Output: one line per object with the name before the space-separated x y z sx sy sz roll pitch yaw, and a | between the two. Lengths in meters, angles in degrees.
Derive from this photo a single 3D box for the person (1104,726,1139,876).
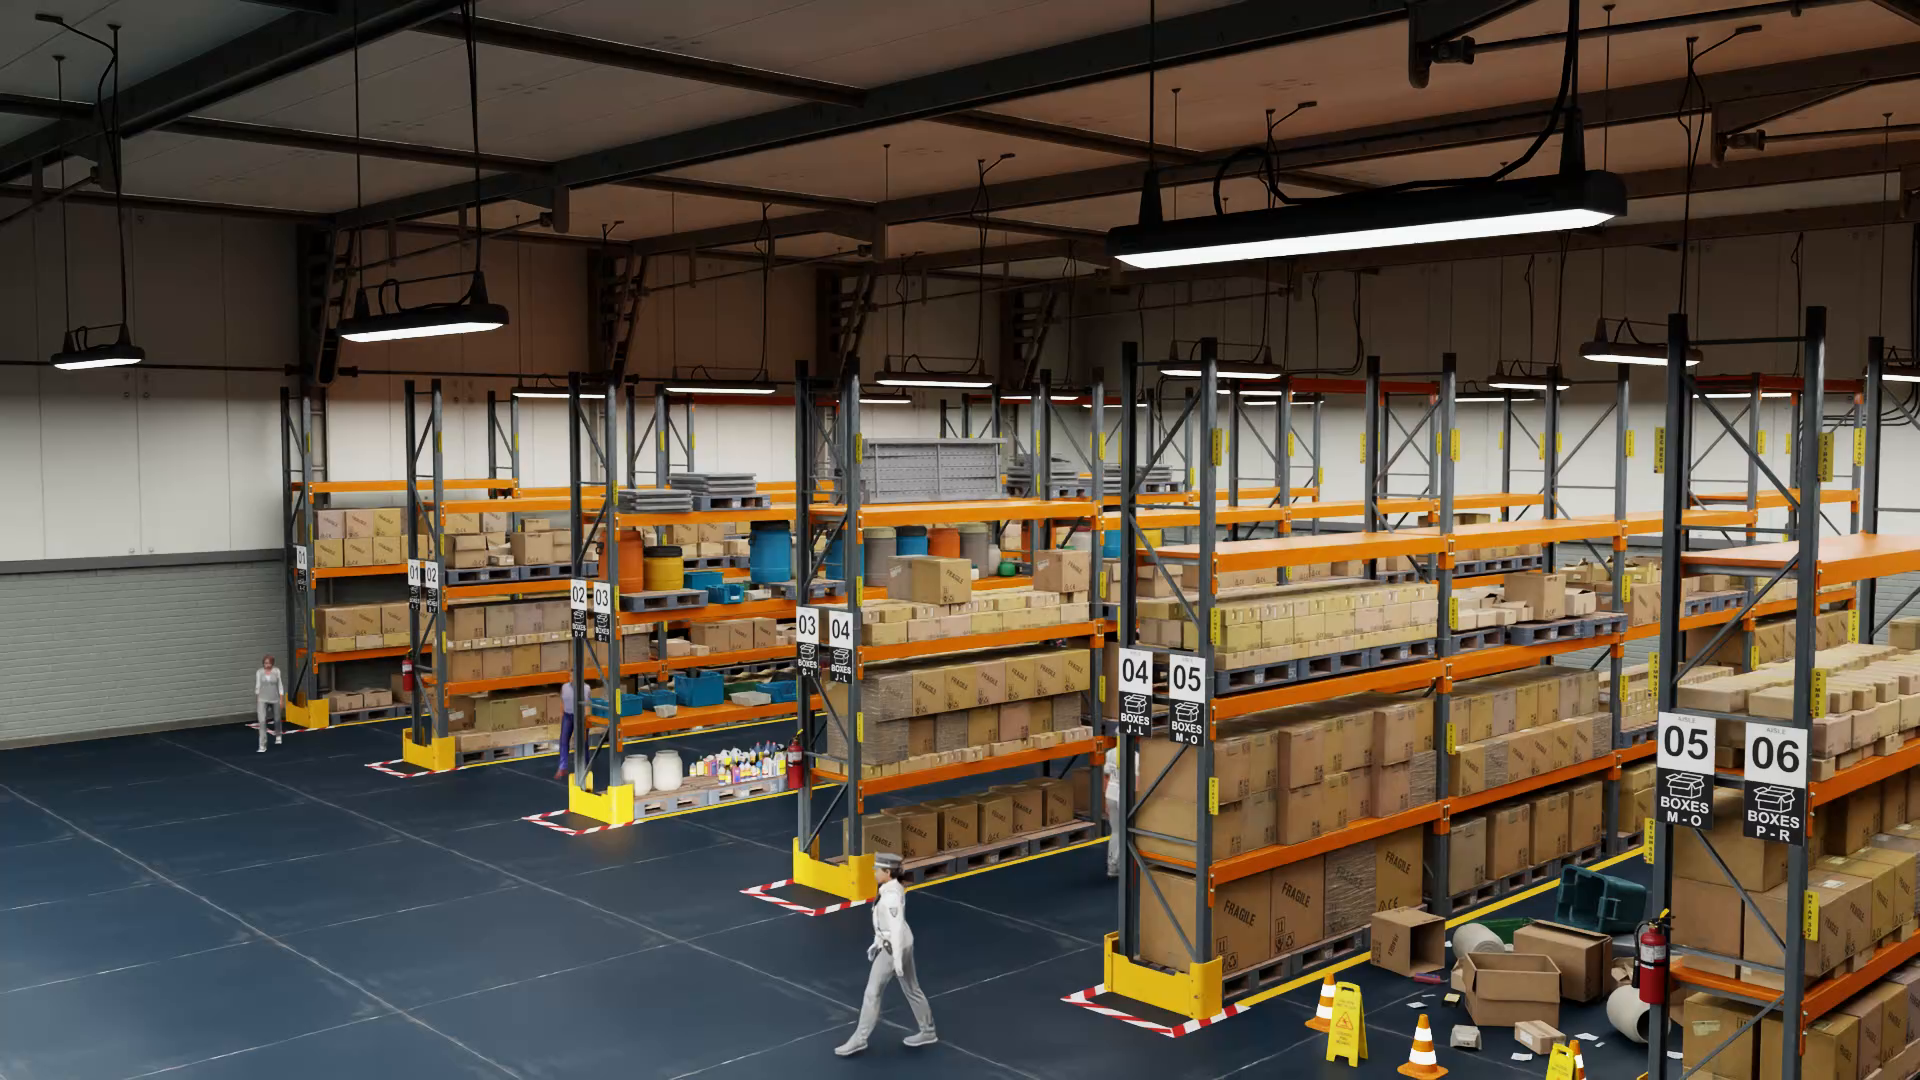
person | 1.893 3.040 19.377 0.493 1.756 0.578 -2 4 -34

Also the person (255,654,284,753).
person | -11.320 2.664 27.245 0.428 1.517 0.792 -2 4 -26

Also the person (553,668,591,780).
person | -5.854 2.756 25.207 0.532 1.673 0.751 0 4 -2

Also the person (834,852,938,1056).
person | -0.607 3.441 13.935 0.828 1.649 0.514 0 4 8
